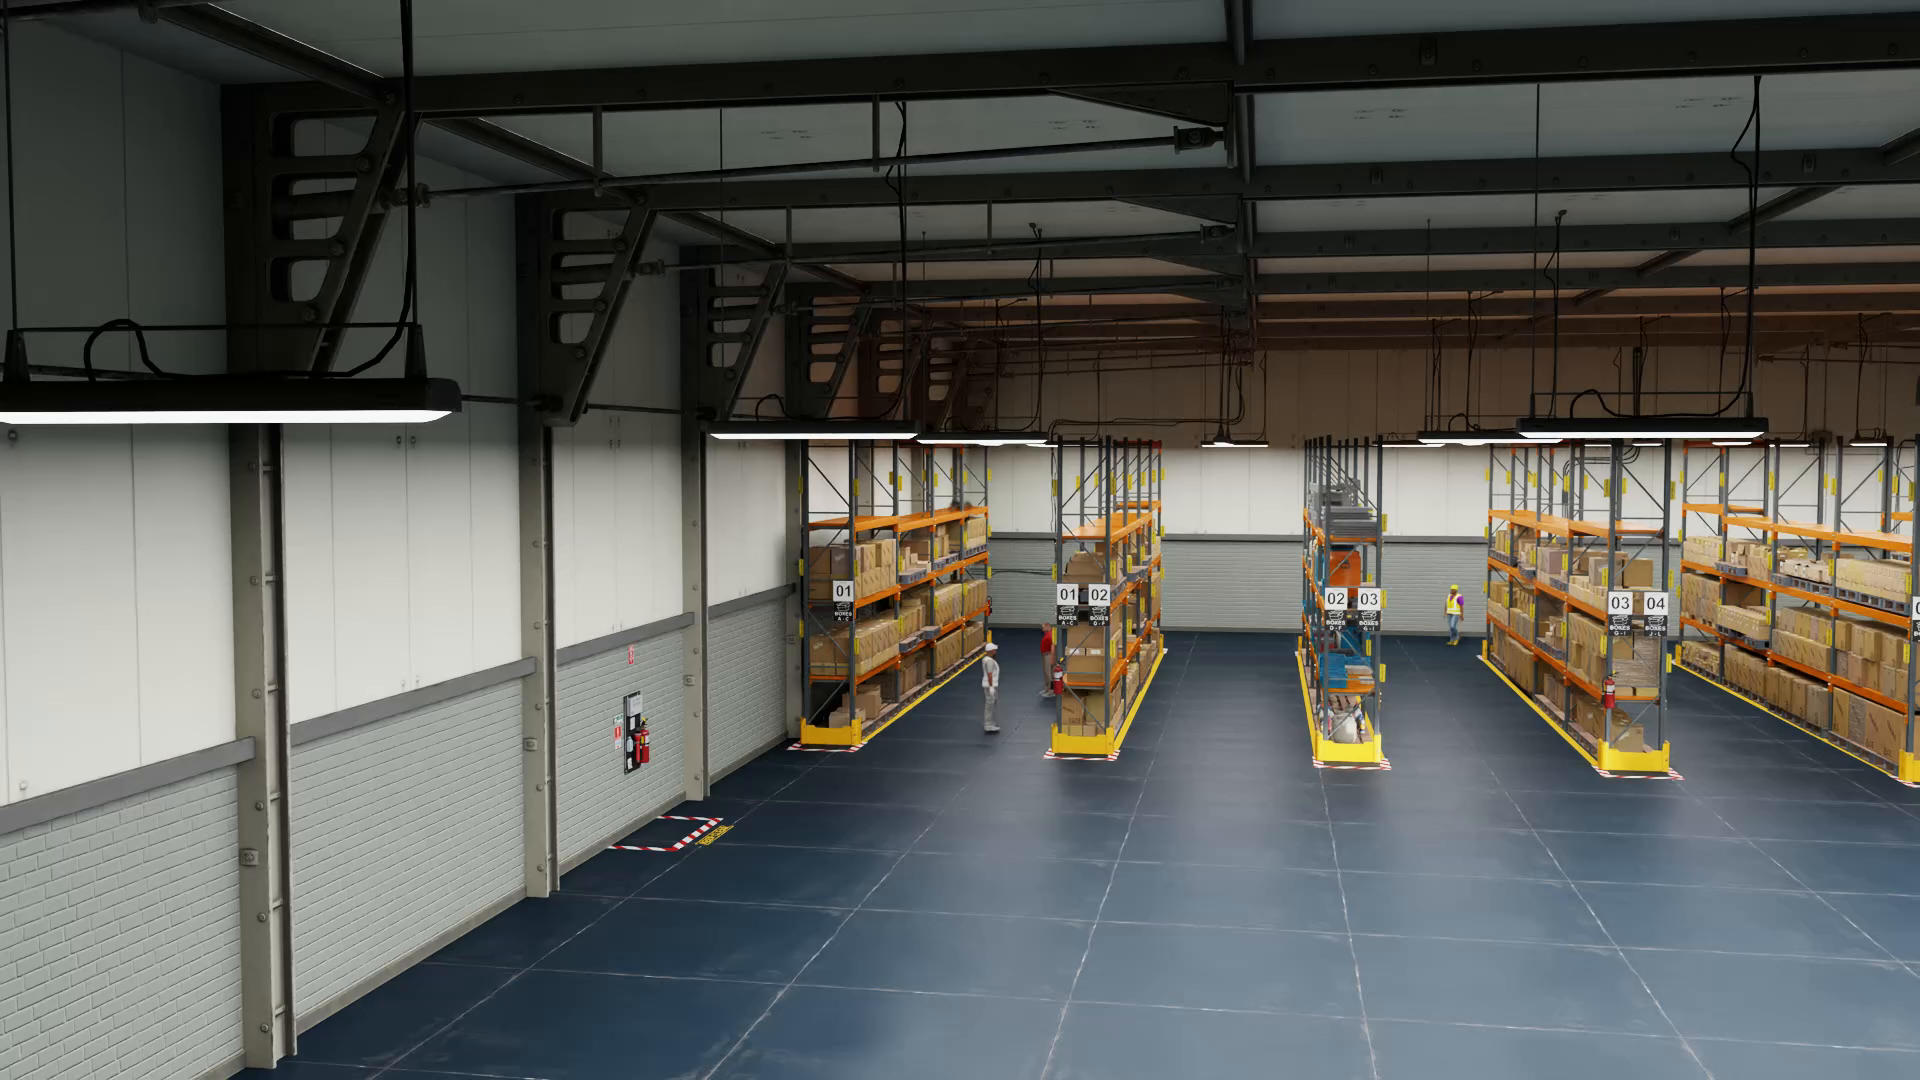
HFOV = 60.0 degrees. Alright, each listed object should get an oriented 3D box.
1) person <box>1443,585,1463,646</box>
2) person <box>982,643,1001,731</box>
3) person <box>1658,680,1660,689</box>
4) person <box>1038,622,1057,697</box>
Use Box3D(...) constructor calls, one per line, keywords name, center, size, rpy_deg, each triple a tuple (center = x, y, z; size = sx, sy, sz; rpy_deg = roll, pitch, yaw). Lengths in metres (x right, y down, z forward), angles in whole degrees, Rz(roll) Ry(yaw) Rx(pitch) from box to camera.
Box3D(name="person", center=(14.423, 2.206, 48.707), size=(0.464, 1.797, 0.620), rpy_deg=(-2, 4, -34))
Box3D(name="person", center=(0.656, 3.018, 33.915), size=(0.419, 1.829, 0.617), rpy_deg=(0, 3, -1))
Box3D(name="person", center=(16.569, 2.700, 39.755), size=(0.604, 1.811, 0.478), rpy_deg=(-2, 4, -33))
Box3D(name="person", center=(2.043, 2.766, 38.724), size=(0.410, 1.725, 0.619), rpy_deg=(0, 3, -4))
